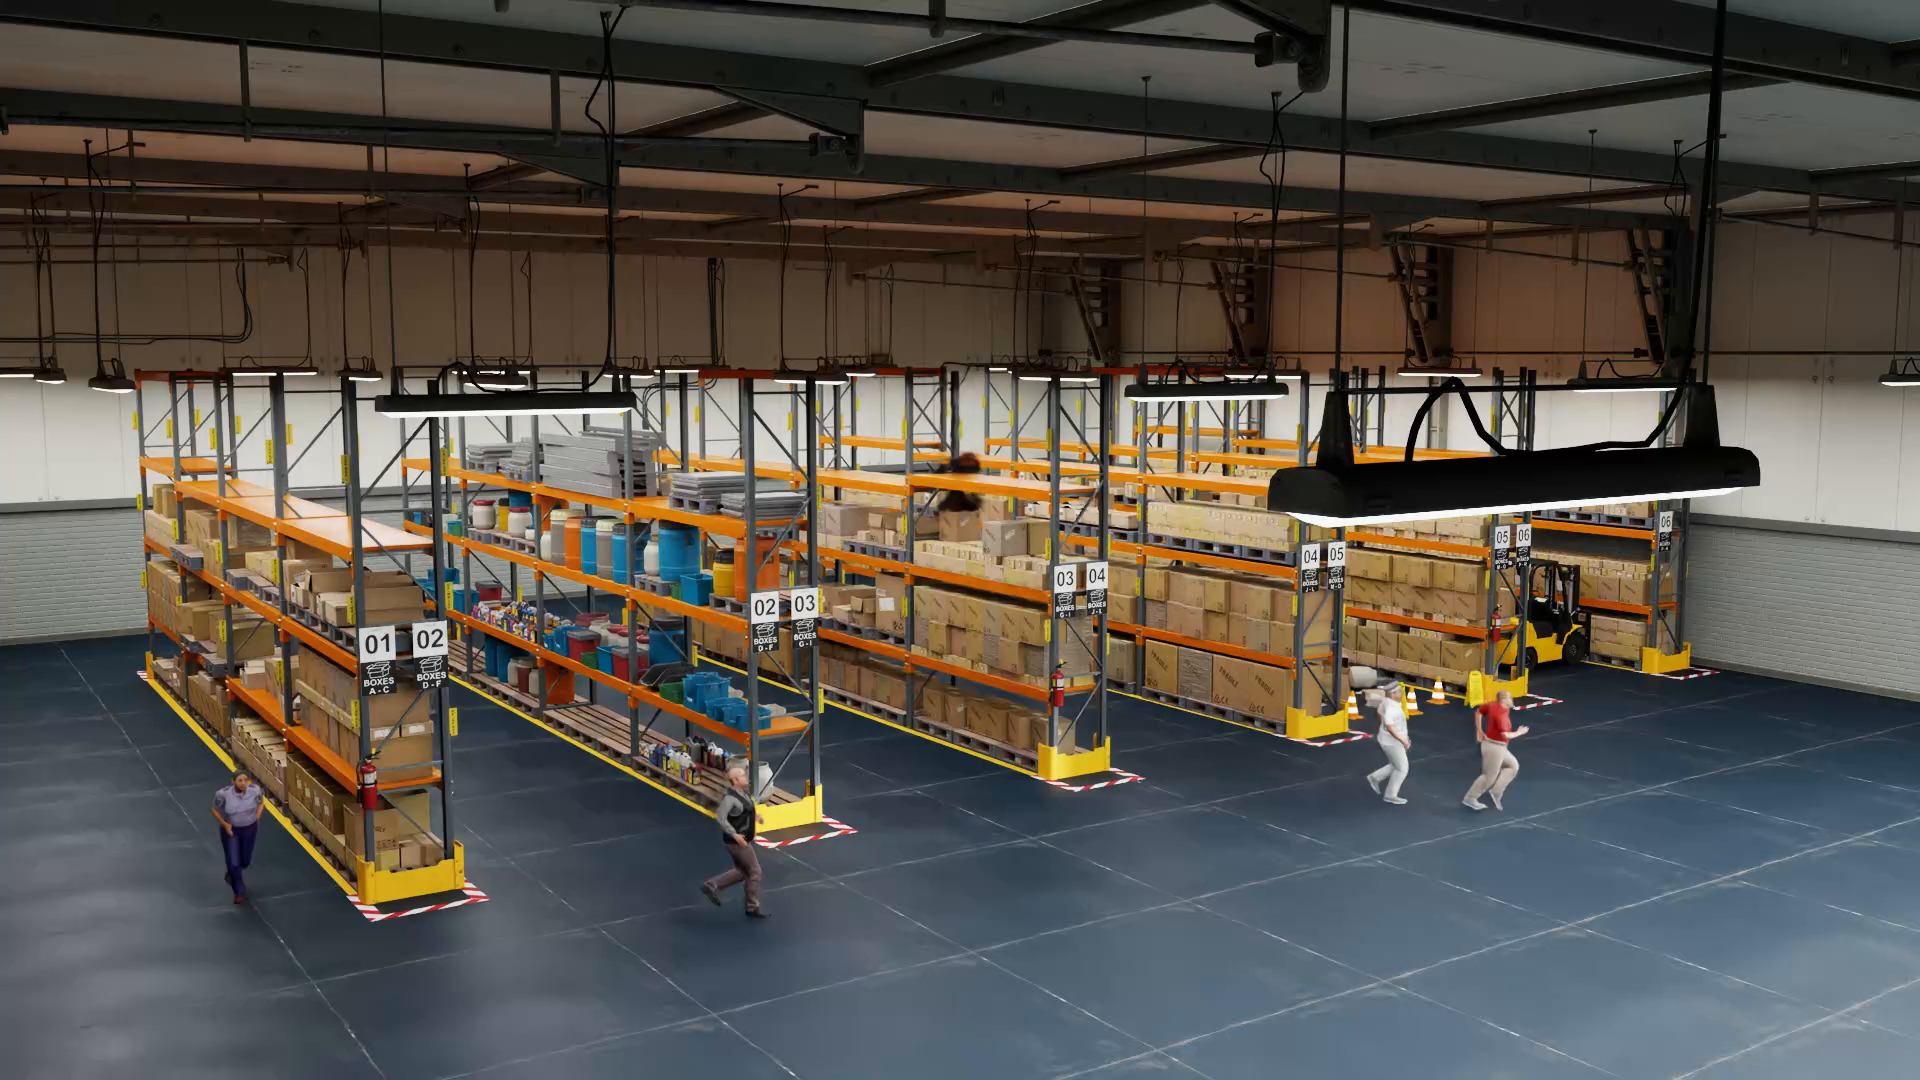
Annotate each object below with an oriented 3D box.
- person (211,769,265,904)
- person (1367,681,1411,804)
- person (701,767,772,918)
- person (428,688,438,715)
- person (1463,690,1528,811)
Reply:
[{"bbox_3d":[-8.413,3.381,19.355,0.581,1.588,0.817,-5,8,-36],"label":"person"},{"bbox_3d":[6.059,2.835,23.399,0.526,1.758,0.664,0,6,3],"label":"person"},{"bbox_3d":[-2.523,3.390,18.672,0.800,1.722,0.656,0,6,0],"label":"person"},{"bbox_3d":[-9.399,2.224,29.277,0.574,1.660,0.578,-6,8,-40],"label":"person"},{"bbox_3d":[7.381,2.902,22.899,0.817,1.720,0.694,1,7,9],"label":"person"}]
